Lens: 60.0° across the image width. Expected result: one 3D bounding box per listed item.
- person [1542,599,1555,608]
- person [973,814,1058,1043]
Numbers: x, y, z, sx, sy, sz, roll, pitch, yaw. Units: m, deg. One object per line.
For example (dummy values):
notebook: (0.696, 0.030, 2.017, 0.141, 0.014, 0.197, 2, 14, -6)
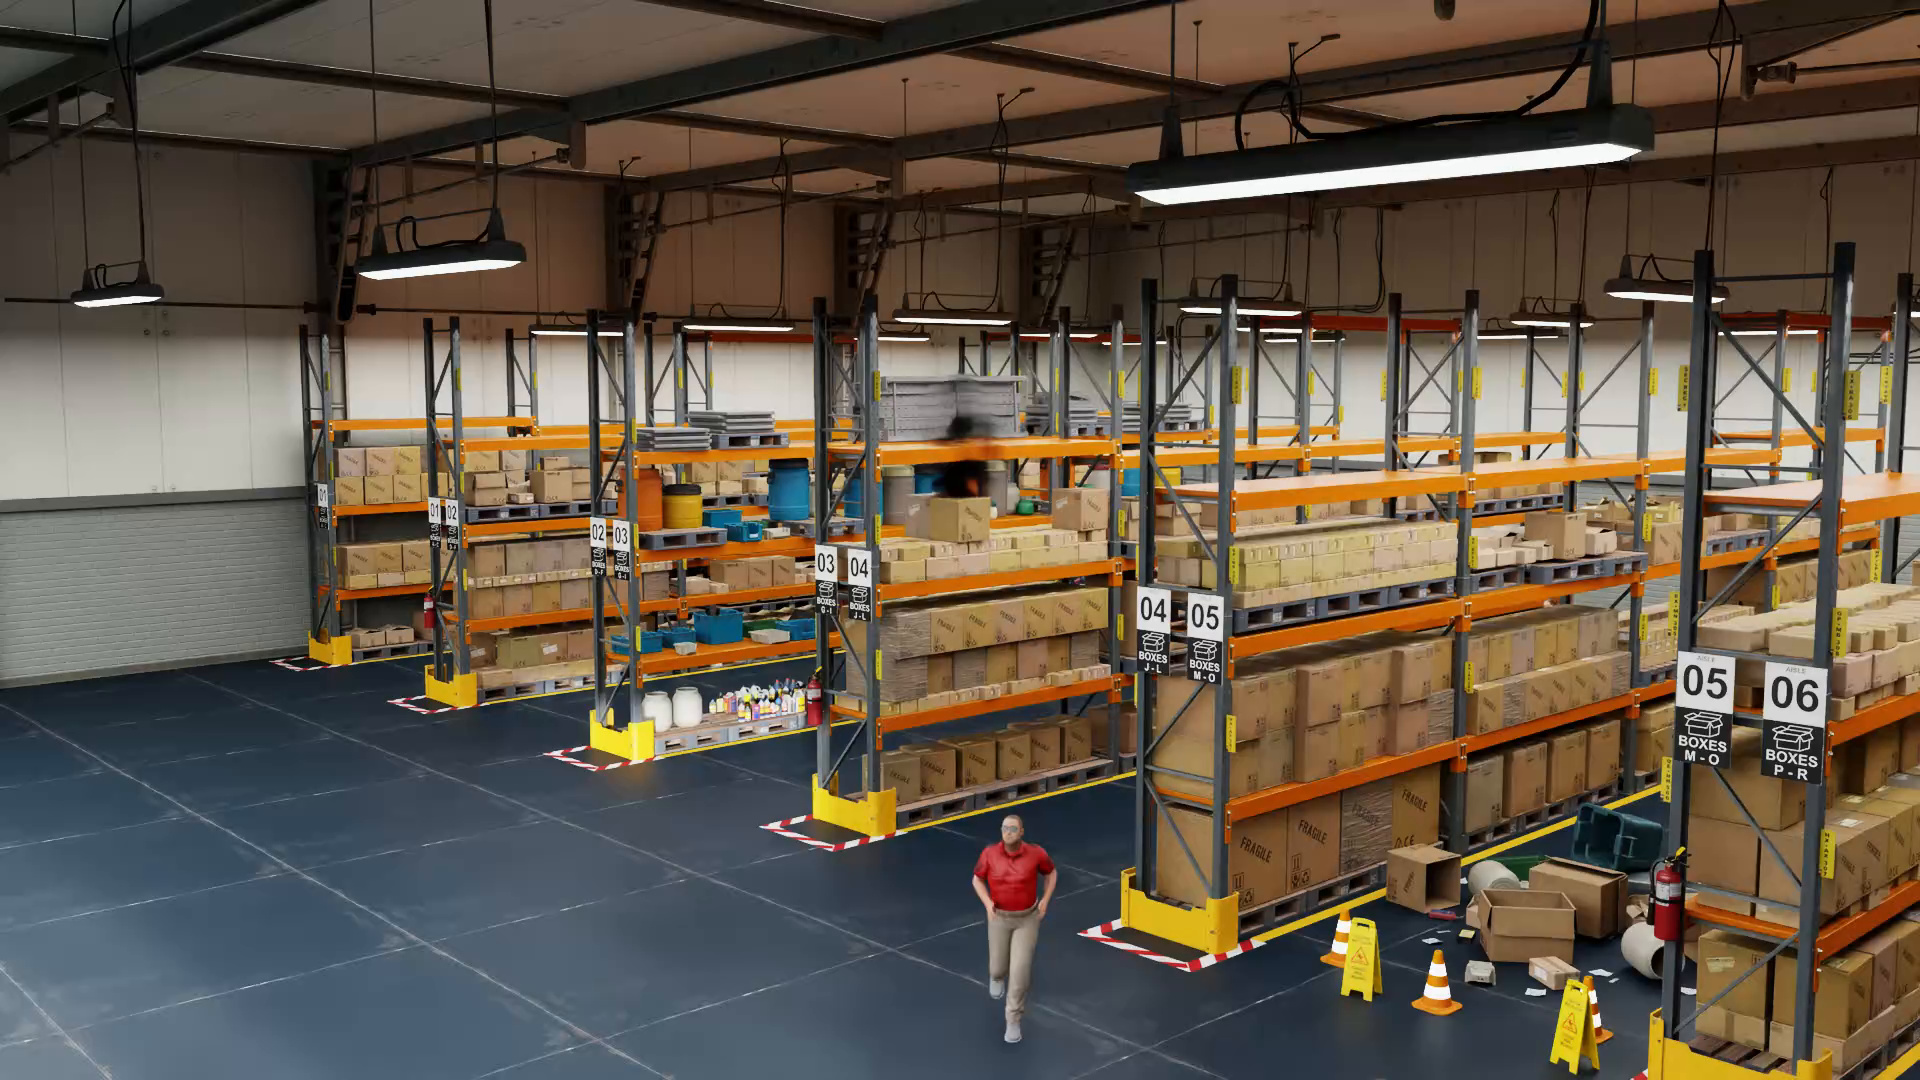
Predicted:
person: (9.213, 1.732, 26.078, 0.565, 1.642, 0.706, 5, 7, 38)
person: (0.434, 3.009, 13.179, 0.670, 1.717, 0.834, 1, 6, 6)
